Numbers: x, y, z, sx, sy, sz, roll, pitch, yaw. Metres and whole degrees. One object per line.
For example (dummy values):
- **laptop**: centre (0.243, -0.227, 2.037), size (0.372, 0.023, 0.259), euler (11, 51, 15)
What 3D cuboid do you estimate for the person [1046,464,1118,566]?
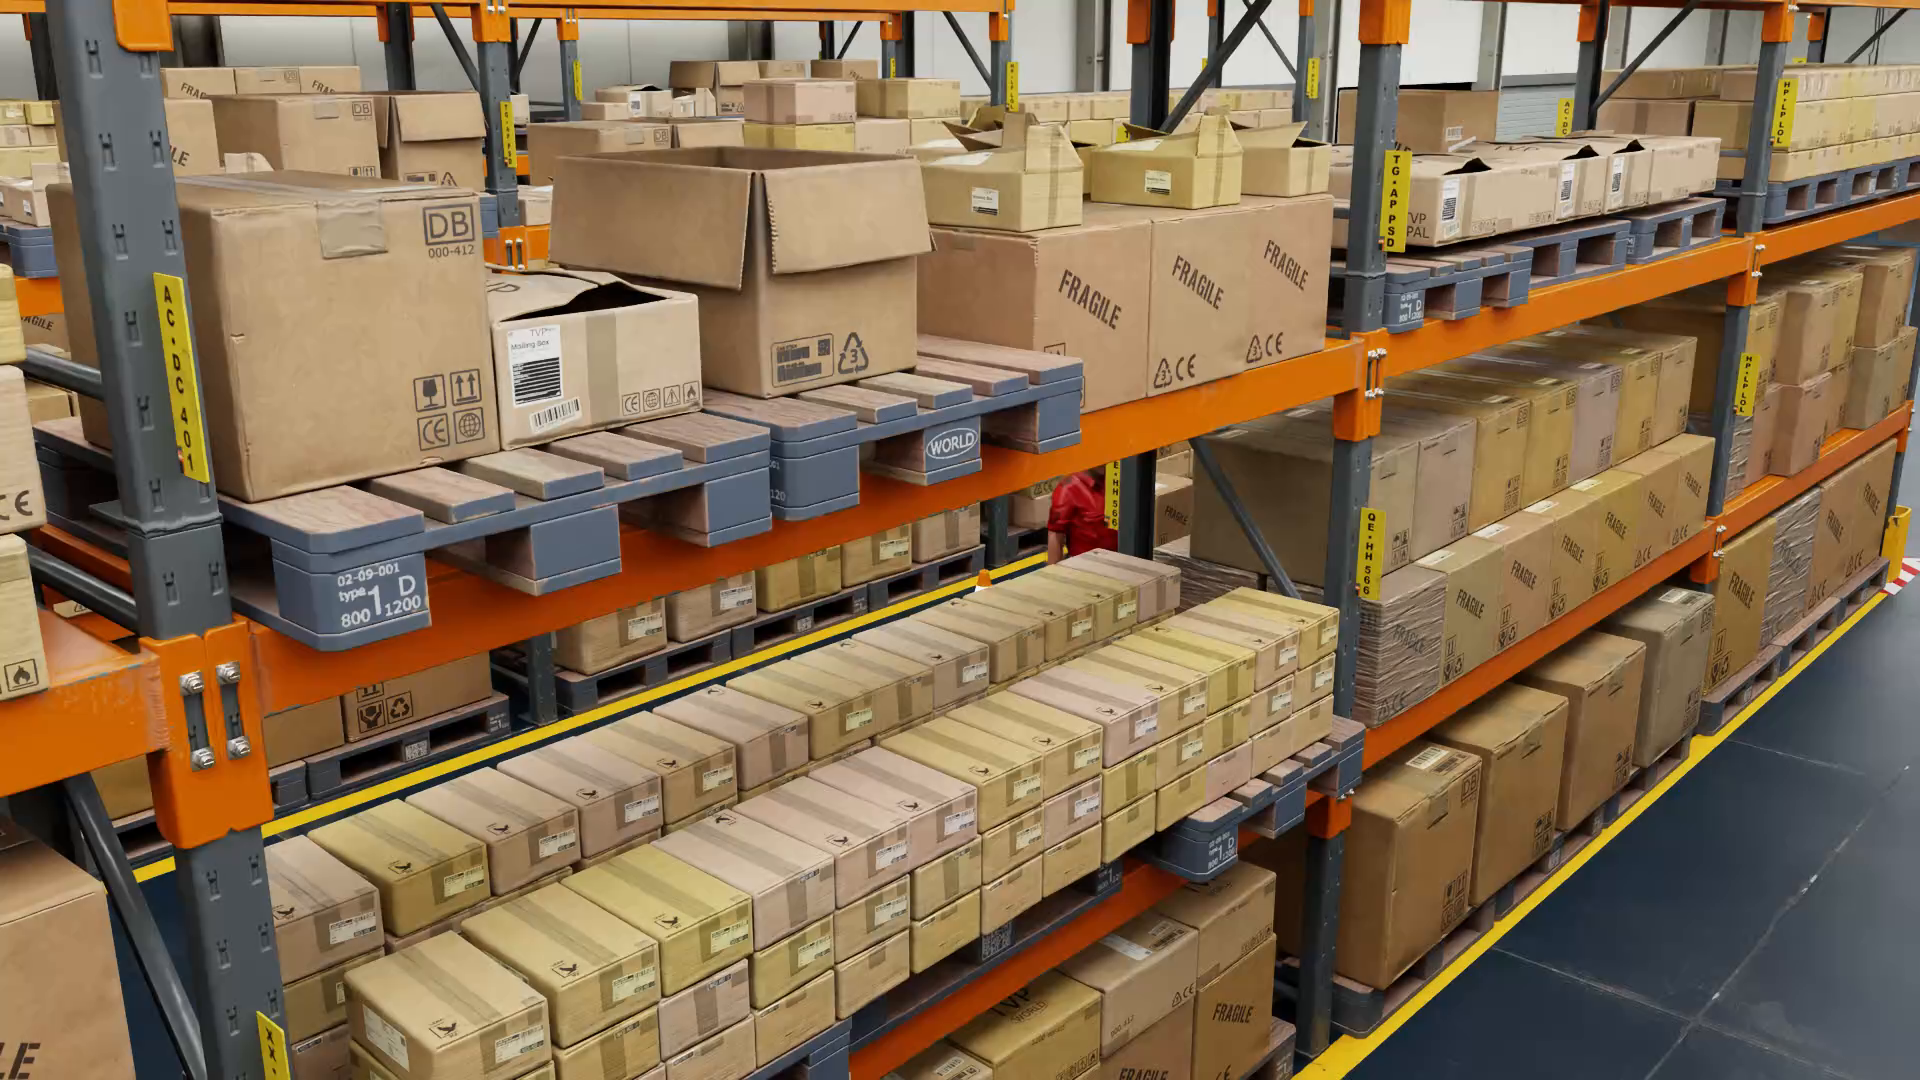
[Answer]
- **person**: centre (0.811, 0.268, 9.186), size (0.579, 1.758, 0.492), euler (-14, 22, -39)
